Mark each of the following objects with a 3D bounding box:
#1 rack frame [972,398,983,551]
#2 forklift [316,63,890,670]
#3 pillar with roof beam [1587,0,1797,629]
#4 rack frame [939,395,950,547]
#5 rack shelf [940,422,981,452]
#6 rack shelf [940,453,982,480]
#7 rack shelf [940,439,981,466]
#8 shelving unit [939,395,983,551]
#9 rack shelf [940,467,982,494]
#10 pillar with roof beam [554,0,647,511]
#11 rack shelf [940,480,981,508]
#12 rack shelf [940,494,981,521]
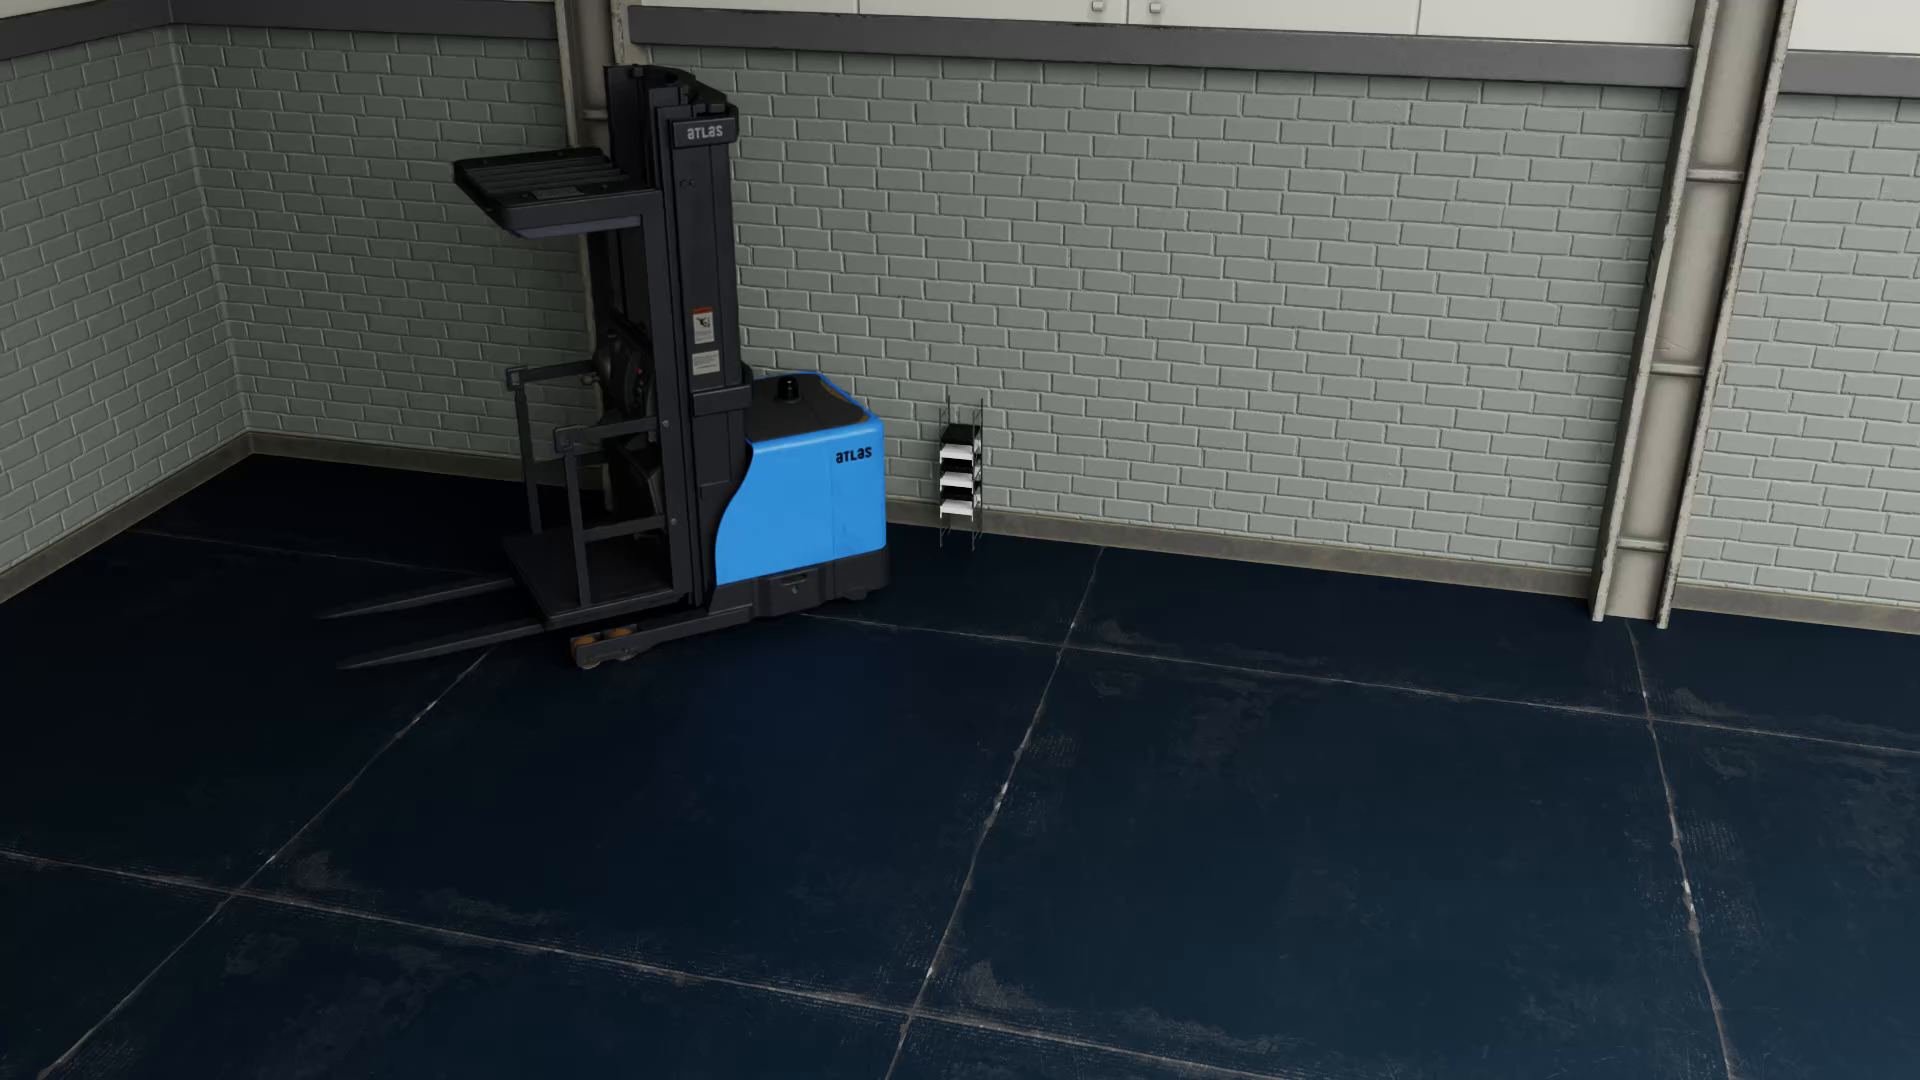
[{"bbox_3d":[0.106,-0.391,10.025,0.006,0.900,0.240,6,26,12],"label":"rack frame"},{"bbox_3d":[-1.954,-0.901,8.732,3.031,2.935,1.130,-13,28,-25],"label":"forklift"},{"bbox_3d":[2.693,-1.864,3.697,0.400,9.000,9.100,6,26,13],"label":"pillar with roof beam"},{"bbox_3d":[-0.091,-0.412,10.069,0.006,0.900,0.240,6,26,12],"label":"rack frame"},{"bbox_3d":[0.007,-0.615,9.945,0.200,0.077,0.258,6,26,12],"label":"rack shelf"},{"bbox_3d":[0.007,-0.453,10.023,0.200,0.077,0.258,6,26,12],"label":"rack shelf"},{"bbox_3d":[0.007,-0.534,9.984,0.200,0.077,0.258,6,26,12],"label":"rack shelf"},{"bbox_3d":[0.007,-0.402,10.047,0.210,0.900,0.258,6,26,12],"label":"shelving unit"},{"bbox_3d":[0.007,-0.372,10.061,0.200,0.077,0.258,6,26,12],"label":"rack shelf"},{"bbox_3d":[-3.118,-2.506,5.046,0.400,9.000,9.100,6,26,13],"label":"pillar with roof beam"},{"bbox_3d":[0.007,-0.290,10.100,0.200,0.077,0.258,6,26,12],"label":"rack shelf"},{"bbox_3d":[0.007,-0.209,10.139,0.200,0.077,0.258,6,26,12],"label":"rack shelf"}]
